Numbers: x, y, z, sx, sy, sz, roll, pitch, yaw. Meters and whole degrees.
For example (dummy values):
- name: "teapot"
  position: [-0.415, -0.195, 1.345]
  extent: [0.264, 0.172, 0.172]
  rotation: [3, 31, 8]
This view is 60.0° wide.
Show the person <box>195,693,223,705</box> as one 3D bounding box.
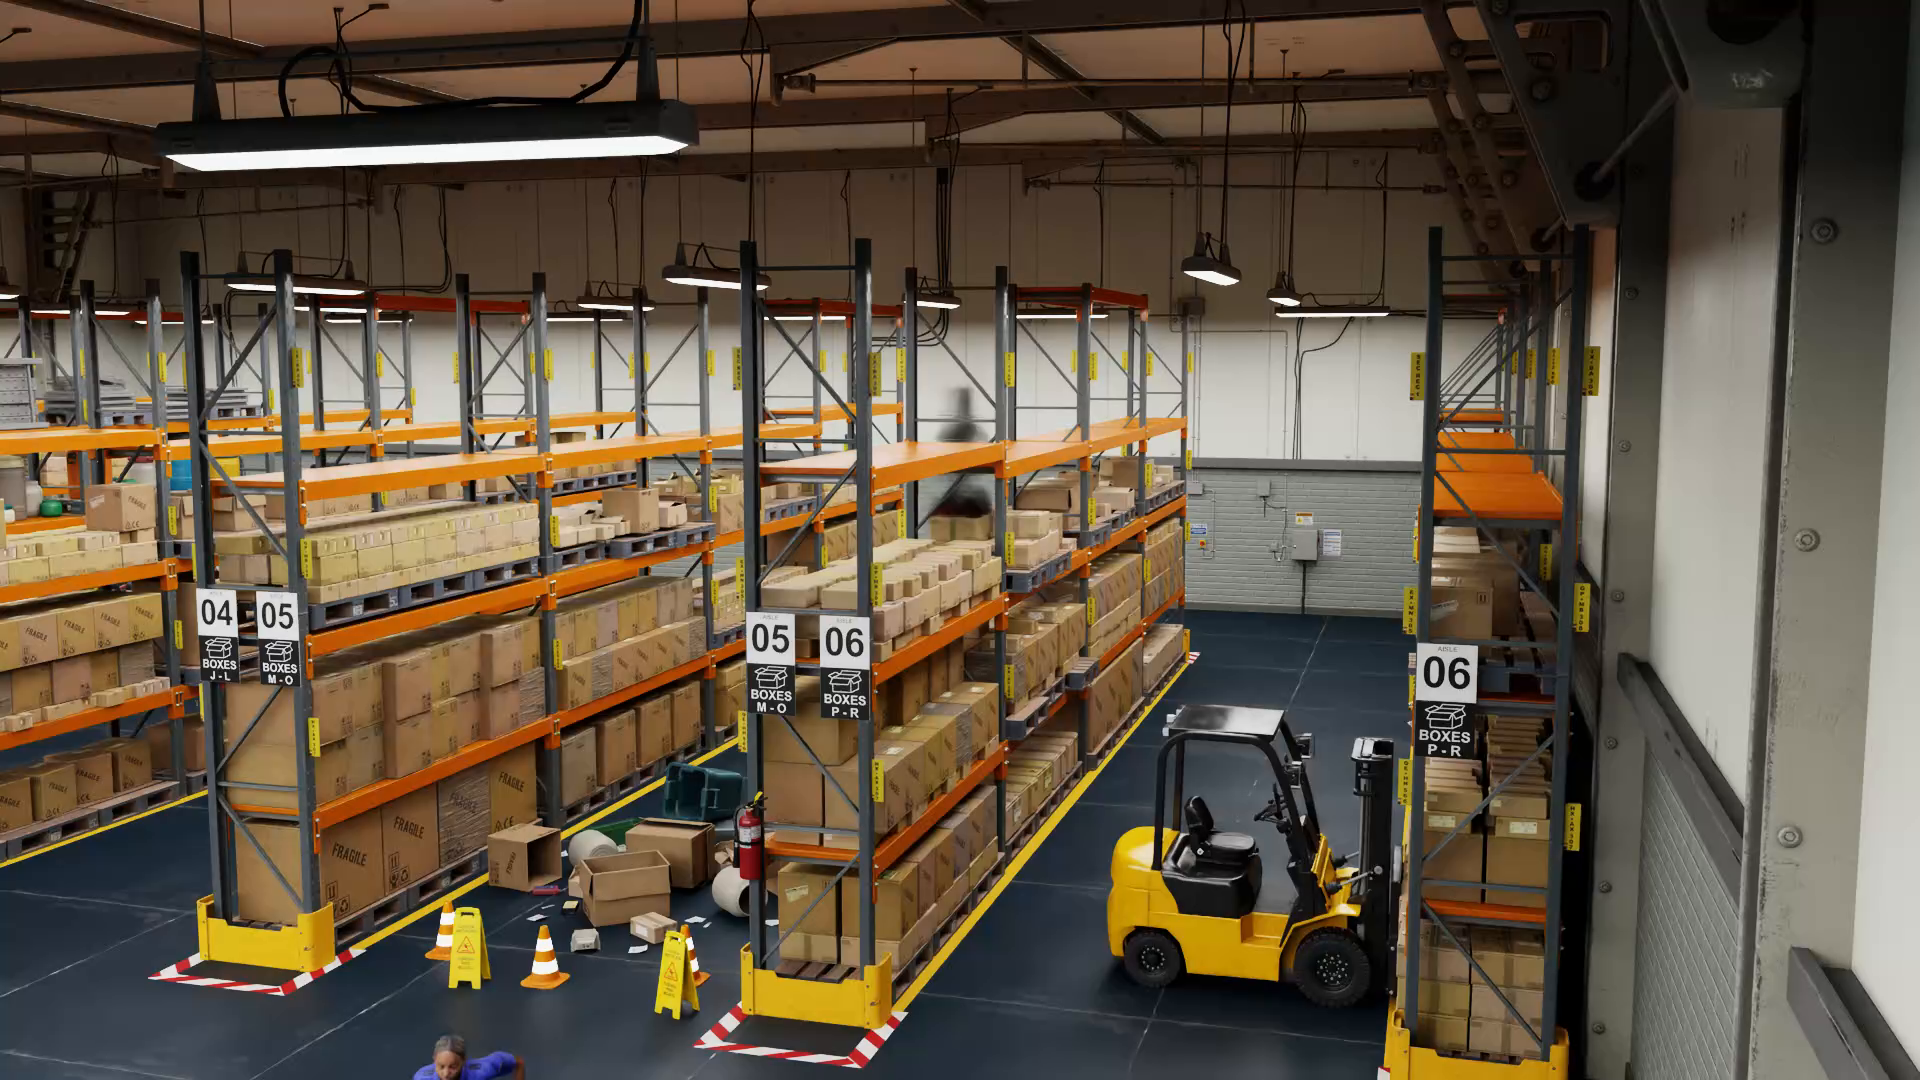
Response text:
- name: "person"
  position: [-10.604, 1.722, 23.364]
  extent: [0.555, 1.679, 0.632]
  rotation: [2, 7, 15]

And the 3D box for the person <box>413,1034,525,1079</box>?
- name: "person"
  position: [-2.720, 3.388, 9.276]
  extent: [0.619, 1.614, 0.958]
  rotation: [-1, 6, -5]
